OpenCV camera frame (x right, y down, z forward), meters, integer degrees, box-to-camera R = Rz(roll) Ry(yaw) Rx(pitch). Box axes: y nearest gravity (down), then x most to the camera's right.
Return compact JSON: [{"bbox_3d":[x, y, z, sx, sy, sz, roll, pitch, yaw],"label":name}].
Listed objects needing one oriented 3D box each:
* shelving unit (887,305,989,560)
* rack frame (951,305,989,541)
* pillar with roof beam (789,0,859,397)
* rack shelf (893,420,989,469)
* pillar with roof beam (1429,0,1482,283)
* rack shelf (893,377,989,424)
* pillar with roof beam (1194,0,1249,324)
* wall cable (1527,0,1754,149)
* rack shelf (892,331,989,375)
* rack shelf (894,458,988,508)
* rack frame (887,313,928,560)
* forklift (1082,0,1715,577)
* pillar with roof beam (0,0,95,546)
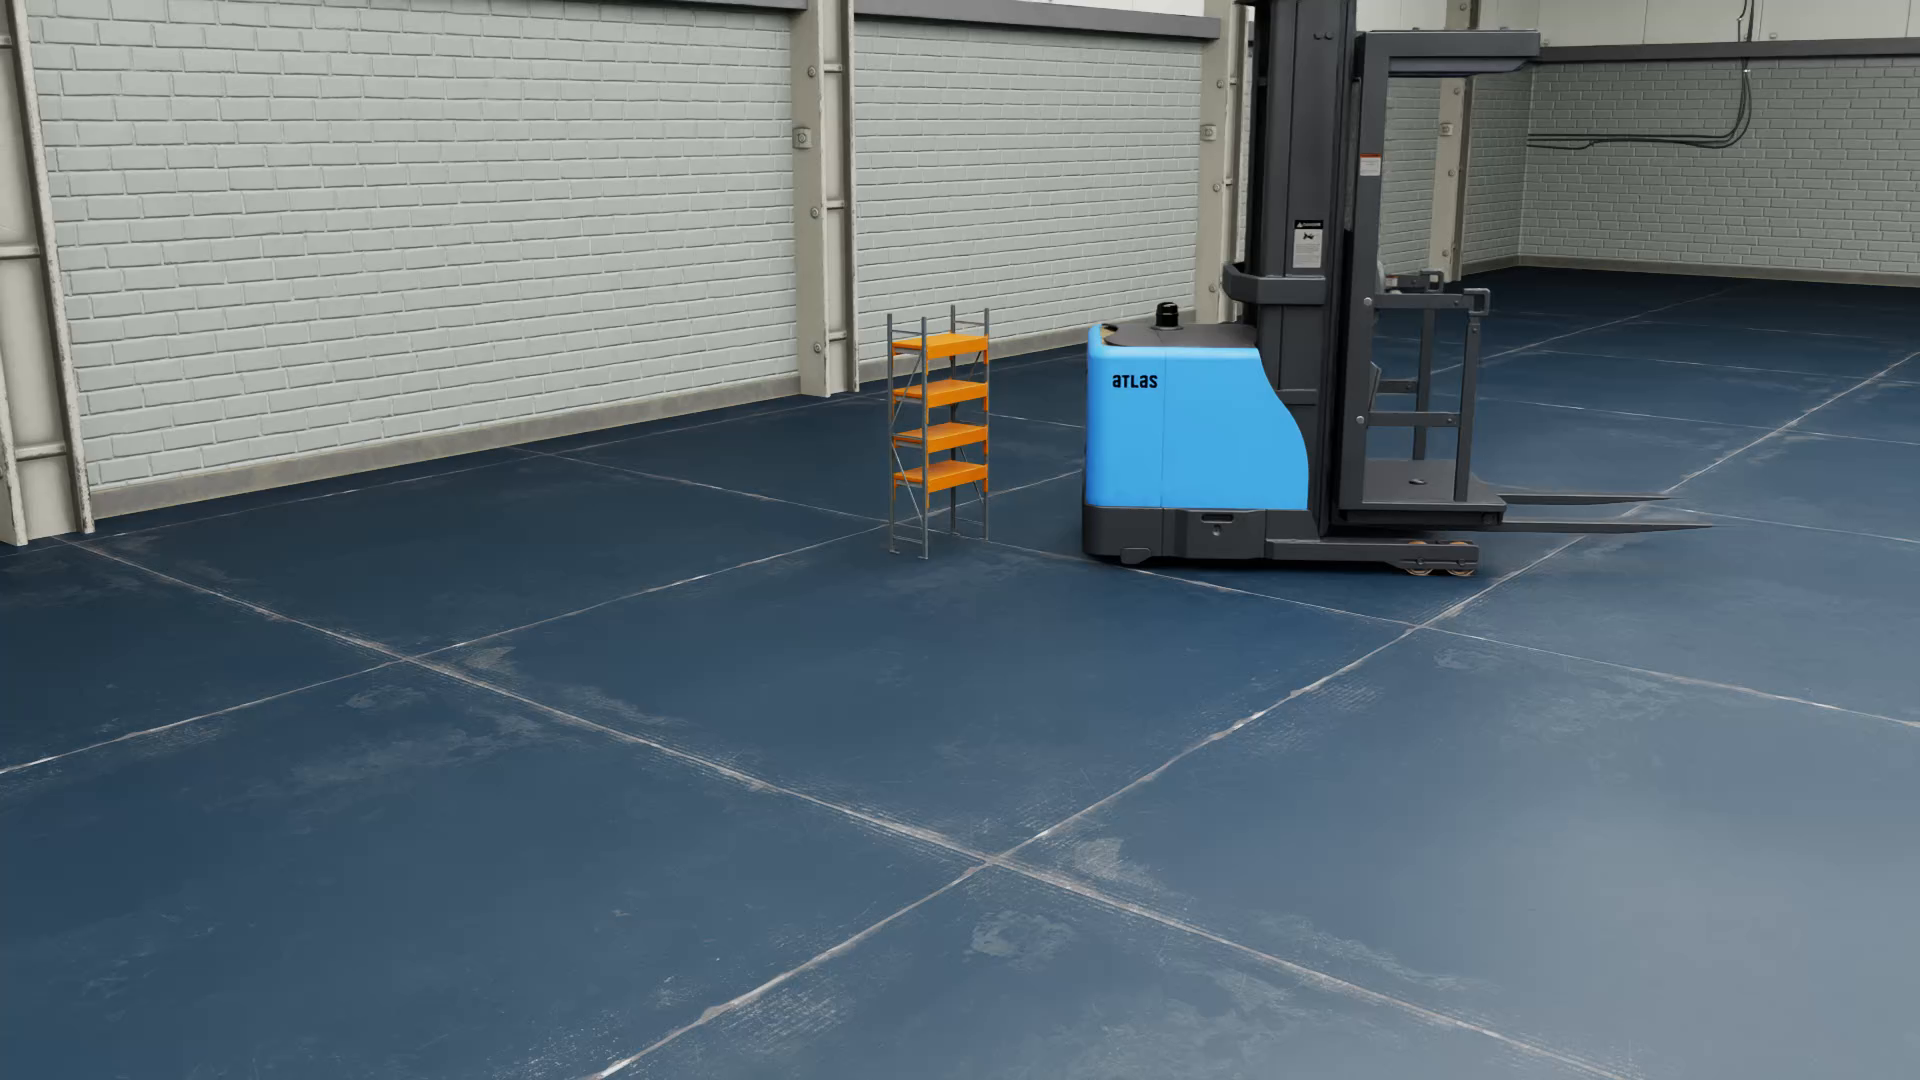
[{"bbox_3d":[-0.104,-0.550,8.350,0.258,1.200,0.503,11,18,38],"label":"shelving unit"},{"bbox_3d":[0.049,-0.597,8.534,0.240,1.200,0.015,11,18,38],"label":"rack frame"},{"bbox_3d":[2.303,-4.875,9.535,9.100,9.000,0.400,11,18,38],"label":"pillar with roof beam"},{"bbox_3d":[-0.104,-0.485,8.367,0.258,0.148,0.480,11,18,38],"label":"rack shelf"},{"bbox_3d":[9.845,-7.173,18.581,9.100,9.000,0.400,11,18,38],"label":"pillar with roof beam"},{"bbox_3d":[-0.104,-0.701,8.312,0.258,0.148,0.480,11,18,38],"label":"rack shelf"},{"bbox_3d":[6.074,-6.024,14.058,9.100,9.000,0.400,11,18,38],"label":"pillar with roof beam"},{"bbox_3d":[9.377,-6.694,23.001,3.097,2.526,0.112,11,18,38],"label":"wall cable"},{"bbox_3d":[-0.104,-0.931,8.254,0.258,0.148,0.480,11,18,38],"label":"rack shelf"},{"bbox_3d":[-0.104,-0.292,8.416,0.258,0.148,0.480,11,18,38],"label":"rack shelf"},{"bbox_3d":[-0.257,-0.503,8.166,0.240,1.200,0.015,11,18,38],"label":"rack frame"},{"bbox_3d":[2.141,-1.381,8.108,3.031,2.935,1.130,1,14,4],"label":"forklift"},{"bbox_3d":[-1.468,-3.726,5.012,9.100,9.000,0.400,11,18,38],"label":"pillar with roof beam"}]
